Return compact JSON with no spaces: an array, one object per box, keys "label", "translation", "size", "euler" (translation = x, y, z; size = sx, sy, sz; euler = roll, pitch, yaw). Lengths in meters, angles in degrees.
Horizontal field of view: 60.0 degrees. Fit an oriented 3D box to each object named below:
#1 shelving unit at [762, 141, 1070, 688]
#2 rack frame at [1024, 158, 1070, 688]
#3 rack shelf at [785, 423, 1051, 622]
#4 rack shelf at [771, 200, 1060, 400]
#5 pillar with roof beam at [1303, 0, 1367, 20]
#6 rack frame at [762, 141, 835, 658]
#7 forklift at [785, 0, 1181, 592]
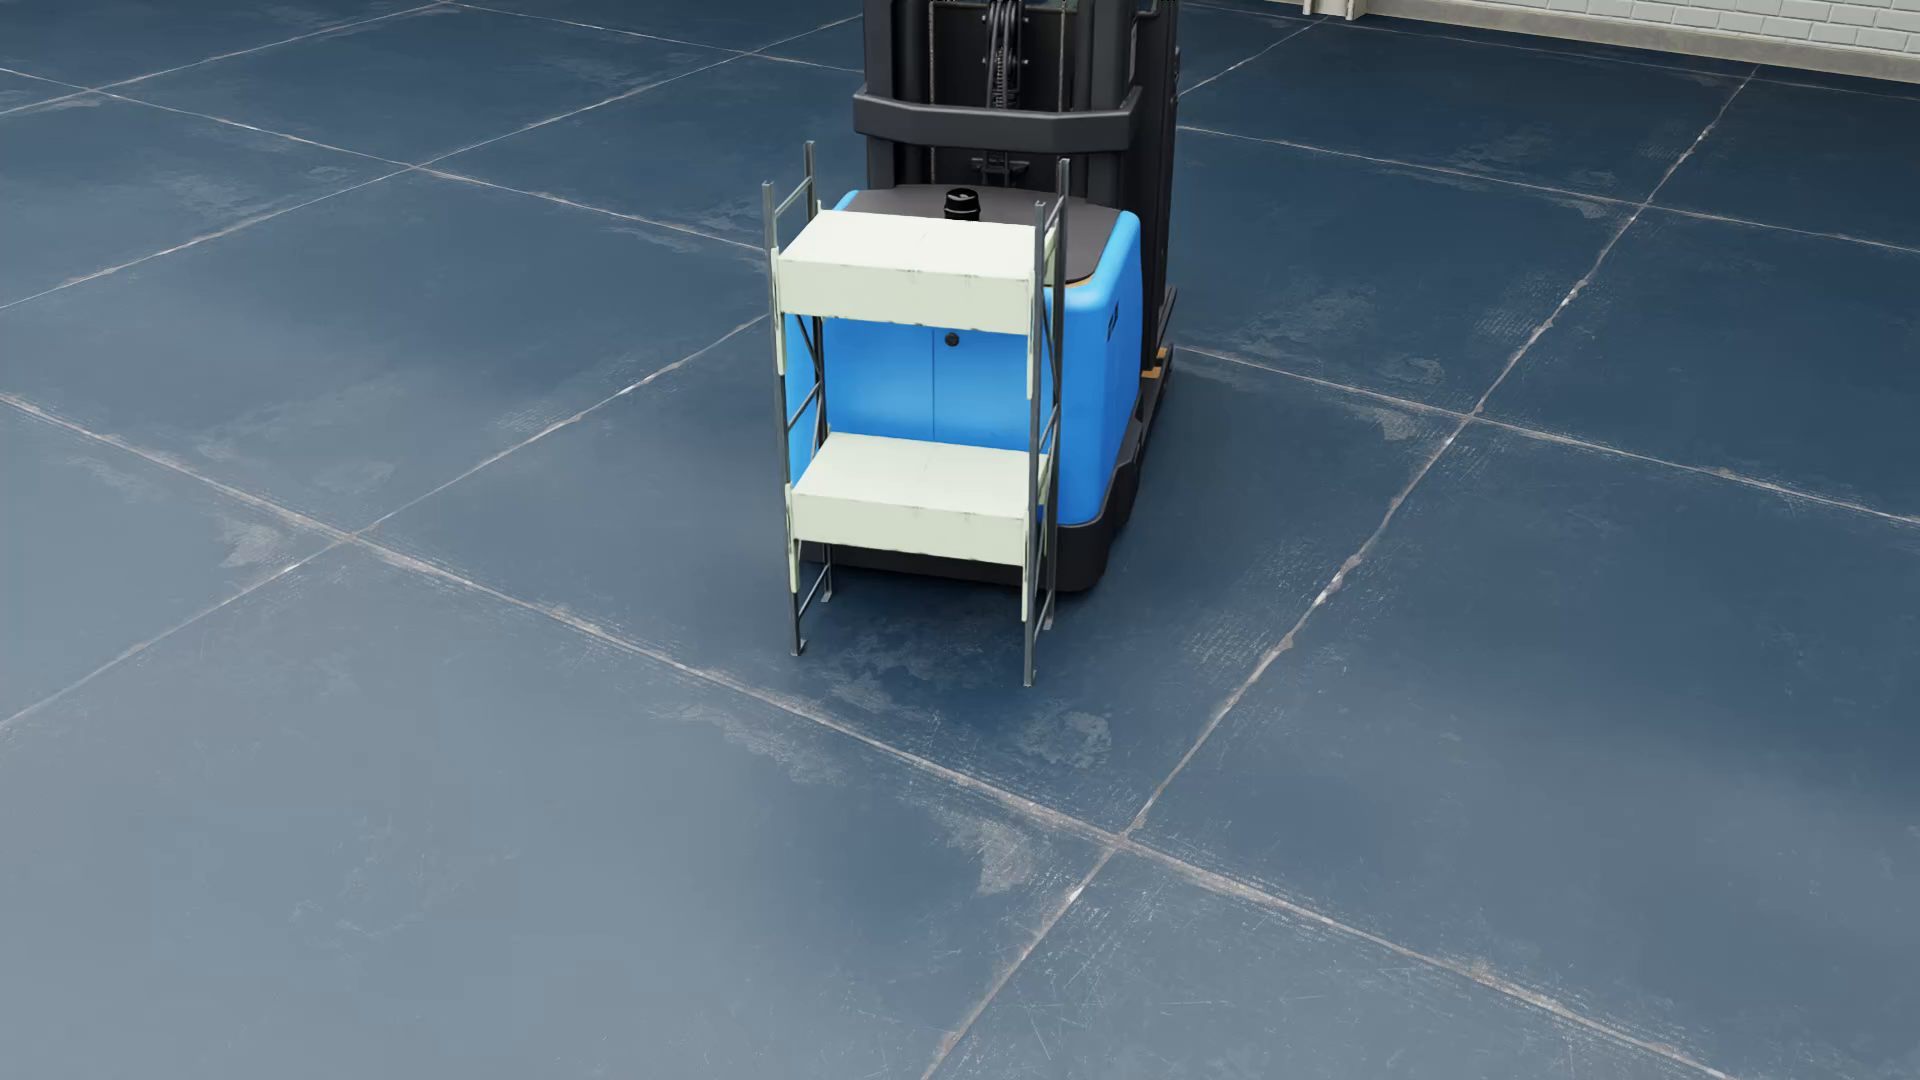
[{"label":"shelving unit","translation":[-0.110,-0.343,4.850],"size":[0.755,1.500,0.431],"euler":[7,31,11]},{"label":"rack frame","translation":[0.246,-0.302,4.779],"size":[0.023,1.500,0.400],"euler":[7,31,11]},{"label":"rack shelf","translation":[-0.110,-0.062,5.014],"size":[0.720,0.370,0.431],"euler":[7,31,11]},{"label":"rack shelf","translation":[-0.110,-0.680,4.653],"size":[0.720,0.370,0.431],"euler":[7,31,11]},{"label":"pillar with roof beam","translation":[0.548,-6.038,7.170],"size":[0.400,9.000,9.100],"euler":[18,35,27]},{"label":"rack frame","translation":[-0.467,-0.385,4.921],"size":[0.023,1.500,0.400],"euler":[7,31,11]},{"label":"forklift","translation":[0.257,-1.829,5.977],"size":[1.130,2.935,3.031],"euler":[7,31,11]}]
